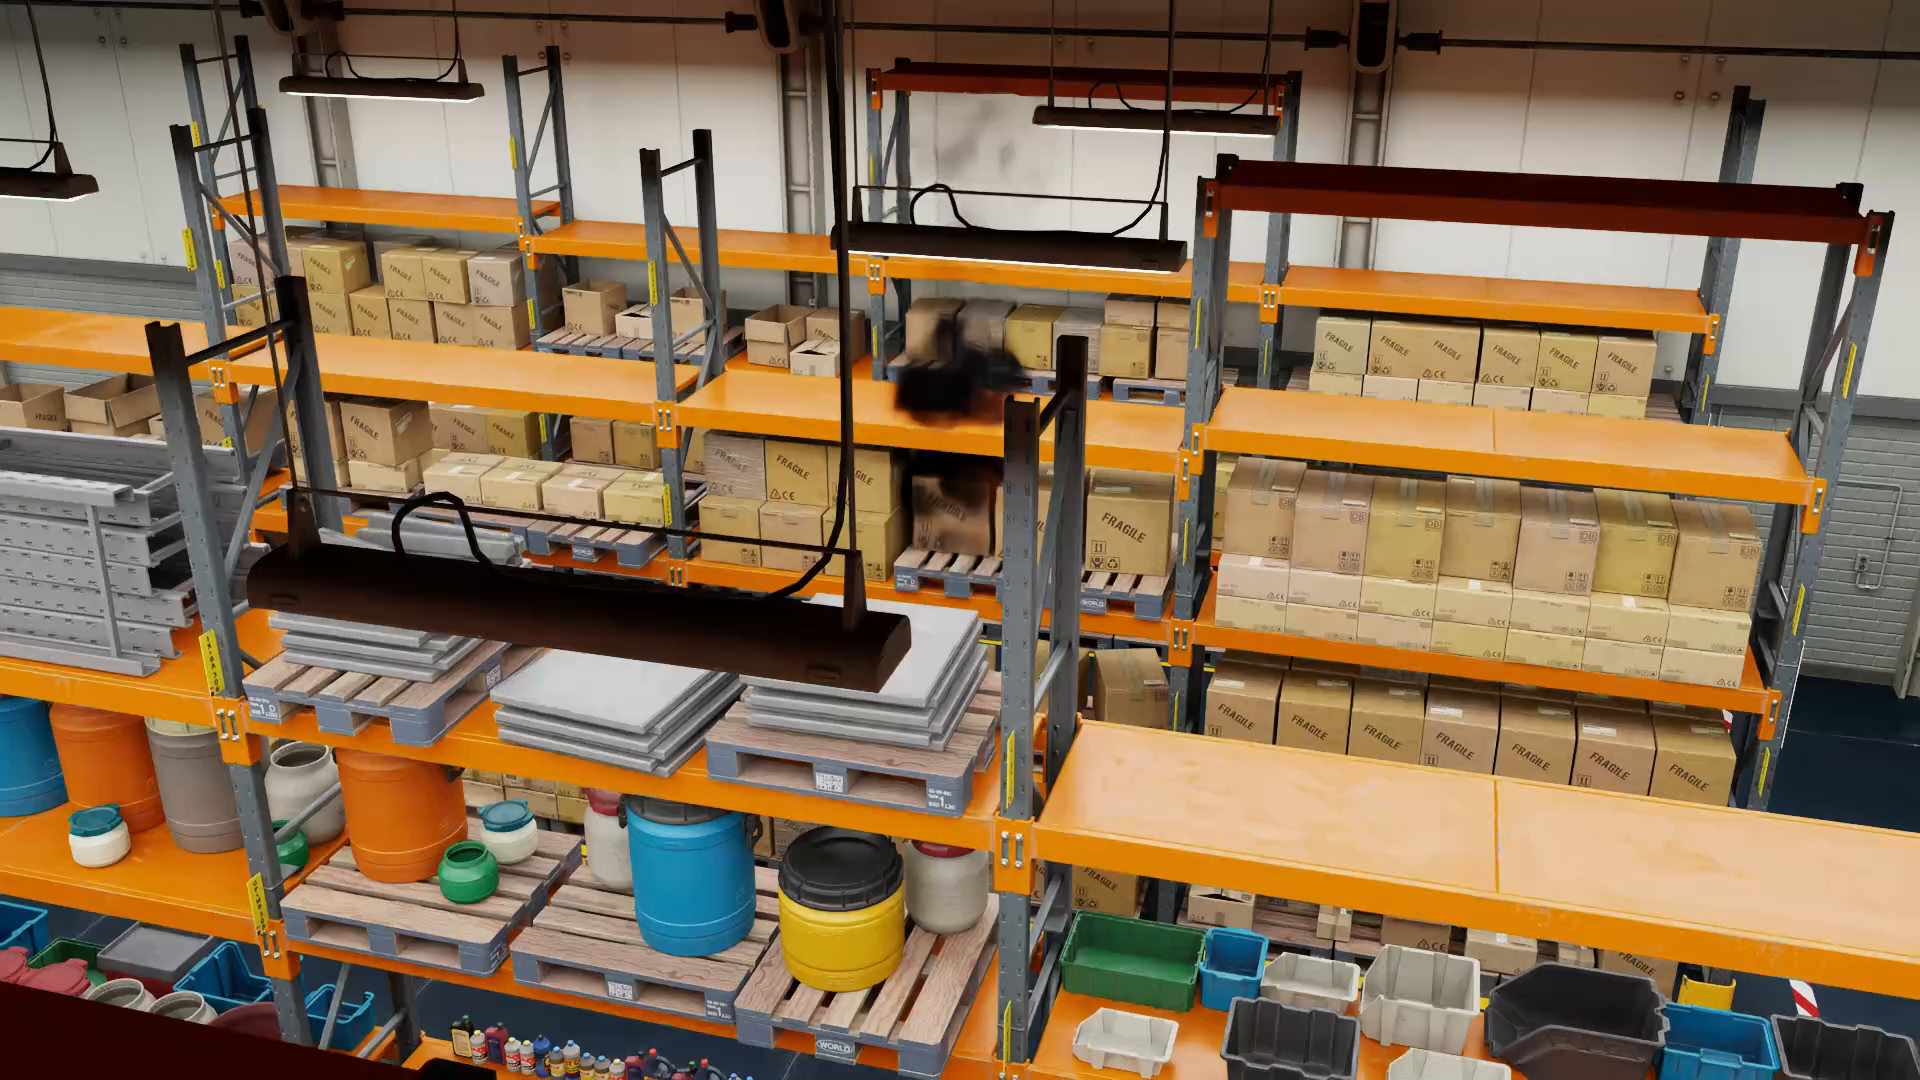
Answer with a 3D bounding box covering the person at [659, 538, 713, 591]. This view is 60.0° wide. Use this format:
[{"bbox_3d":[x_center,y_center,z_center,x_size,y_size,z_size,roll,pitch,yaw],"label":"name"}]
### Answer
[{"bbox_3d":[-2.611,0.726,16.773,0.889,1.754,0.610,5,23,11],"label":"person"}]
